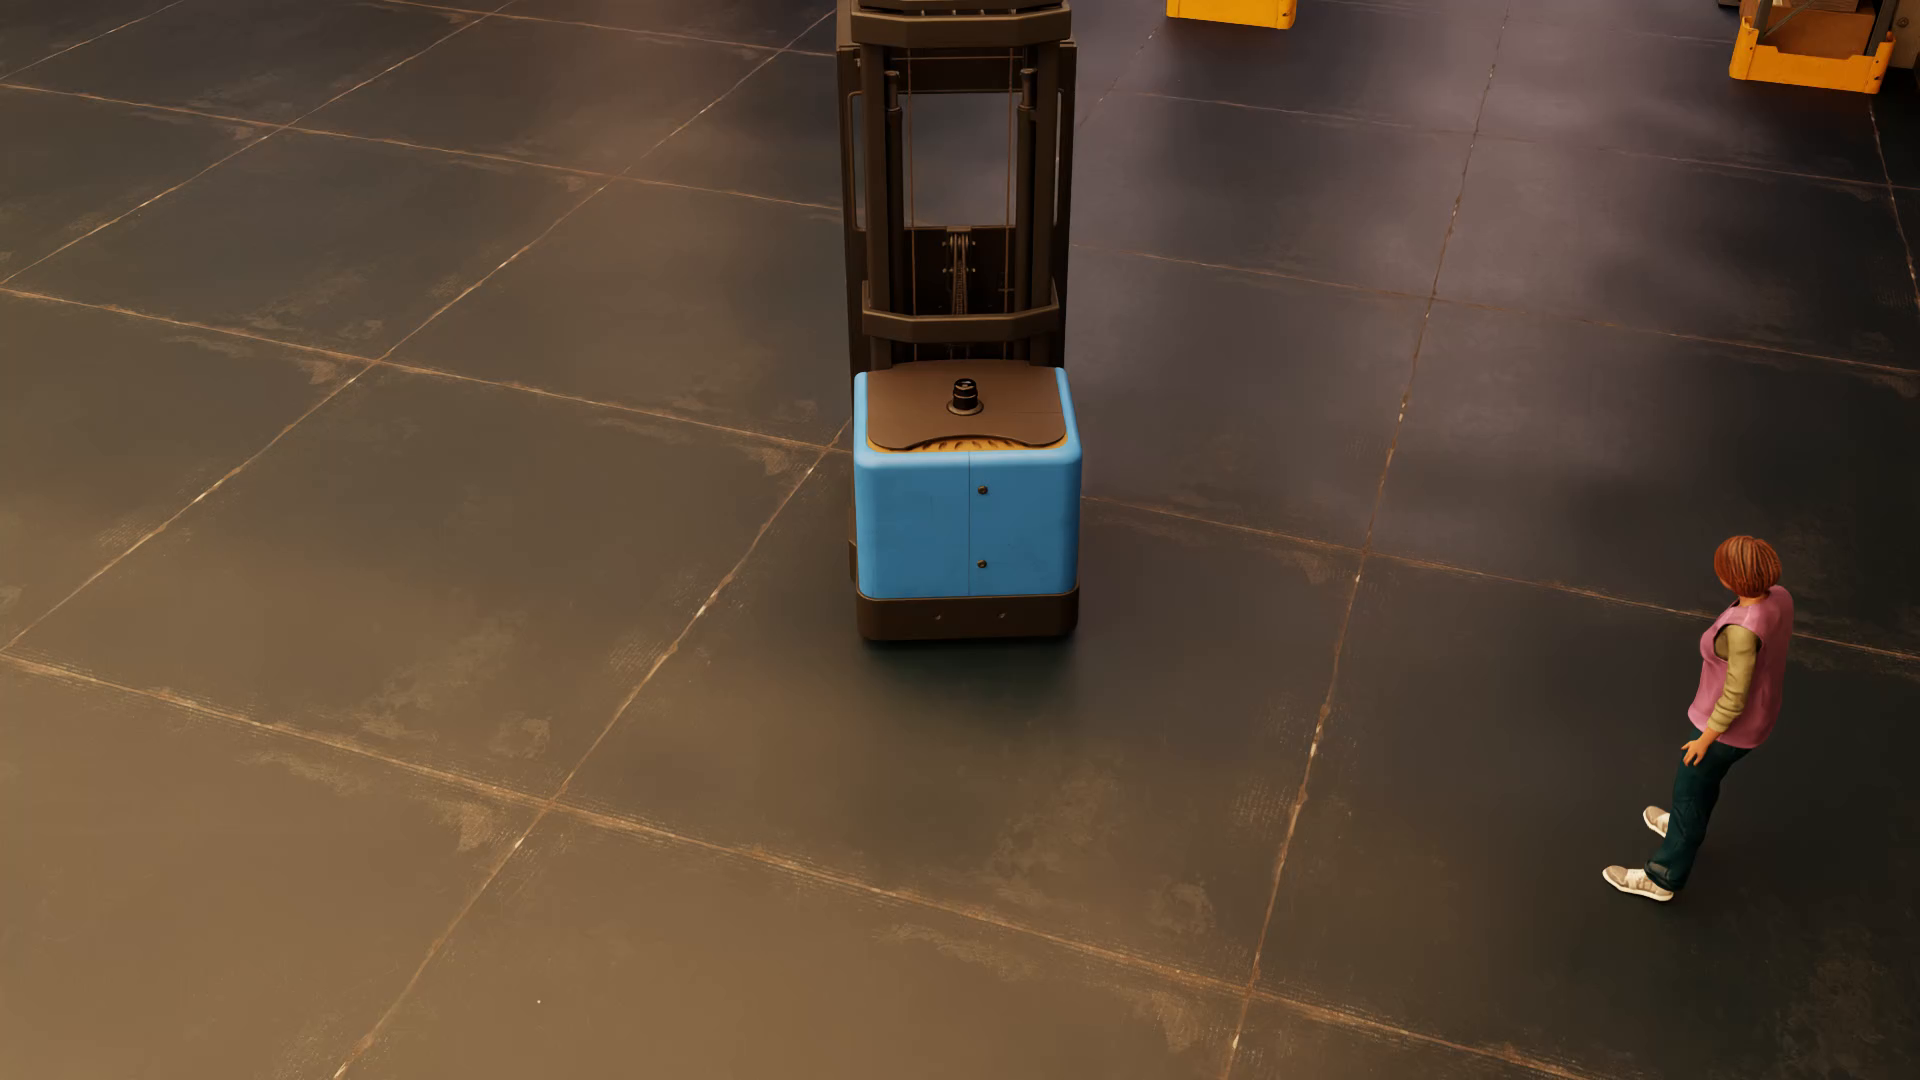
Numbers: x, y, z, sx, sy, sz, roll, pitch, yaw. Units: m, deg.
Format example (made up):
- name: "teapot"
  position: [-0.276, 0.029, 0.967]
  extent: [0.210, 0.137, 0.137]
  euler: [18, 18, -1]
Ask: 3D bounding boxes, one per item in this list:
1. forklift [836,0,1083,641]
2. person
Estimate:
- name: "forklift"
  position: [-0.029, -1.547, 8.293]
  extent: [1.130, 2.935, 3.031]
  euler: [-2, 35, -2]
- name: "person"
  position: [2.874, 0.680, 6.322]
  extent: [0.384, 1.589, 0.537]
  euler: [29, 44, 34]
